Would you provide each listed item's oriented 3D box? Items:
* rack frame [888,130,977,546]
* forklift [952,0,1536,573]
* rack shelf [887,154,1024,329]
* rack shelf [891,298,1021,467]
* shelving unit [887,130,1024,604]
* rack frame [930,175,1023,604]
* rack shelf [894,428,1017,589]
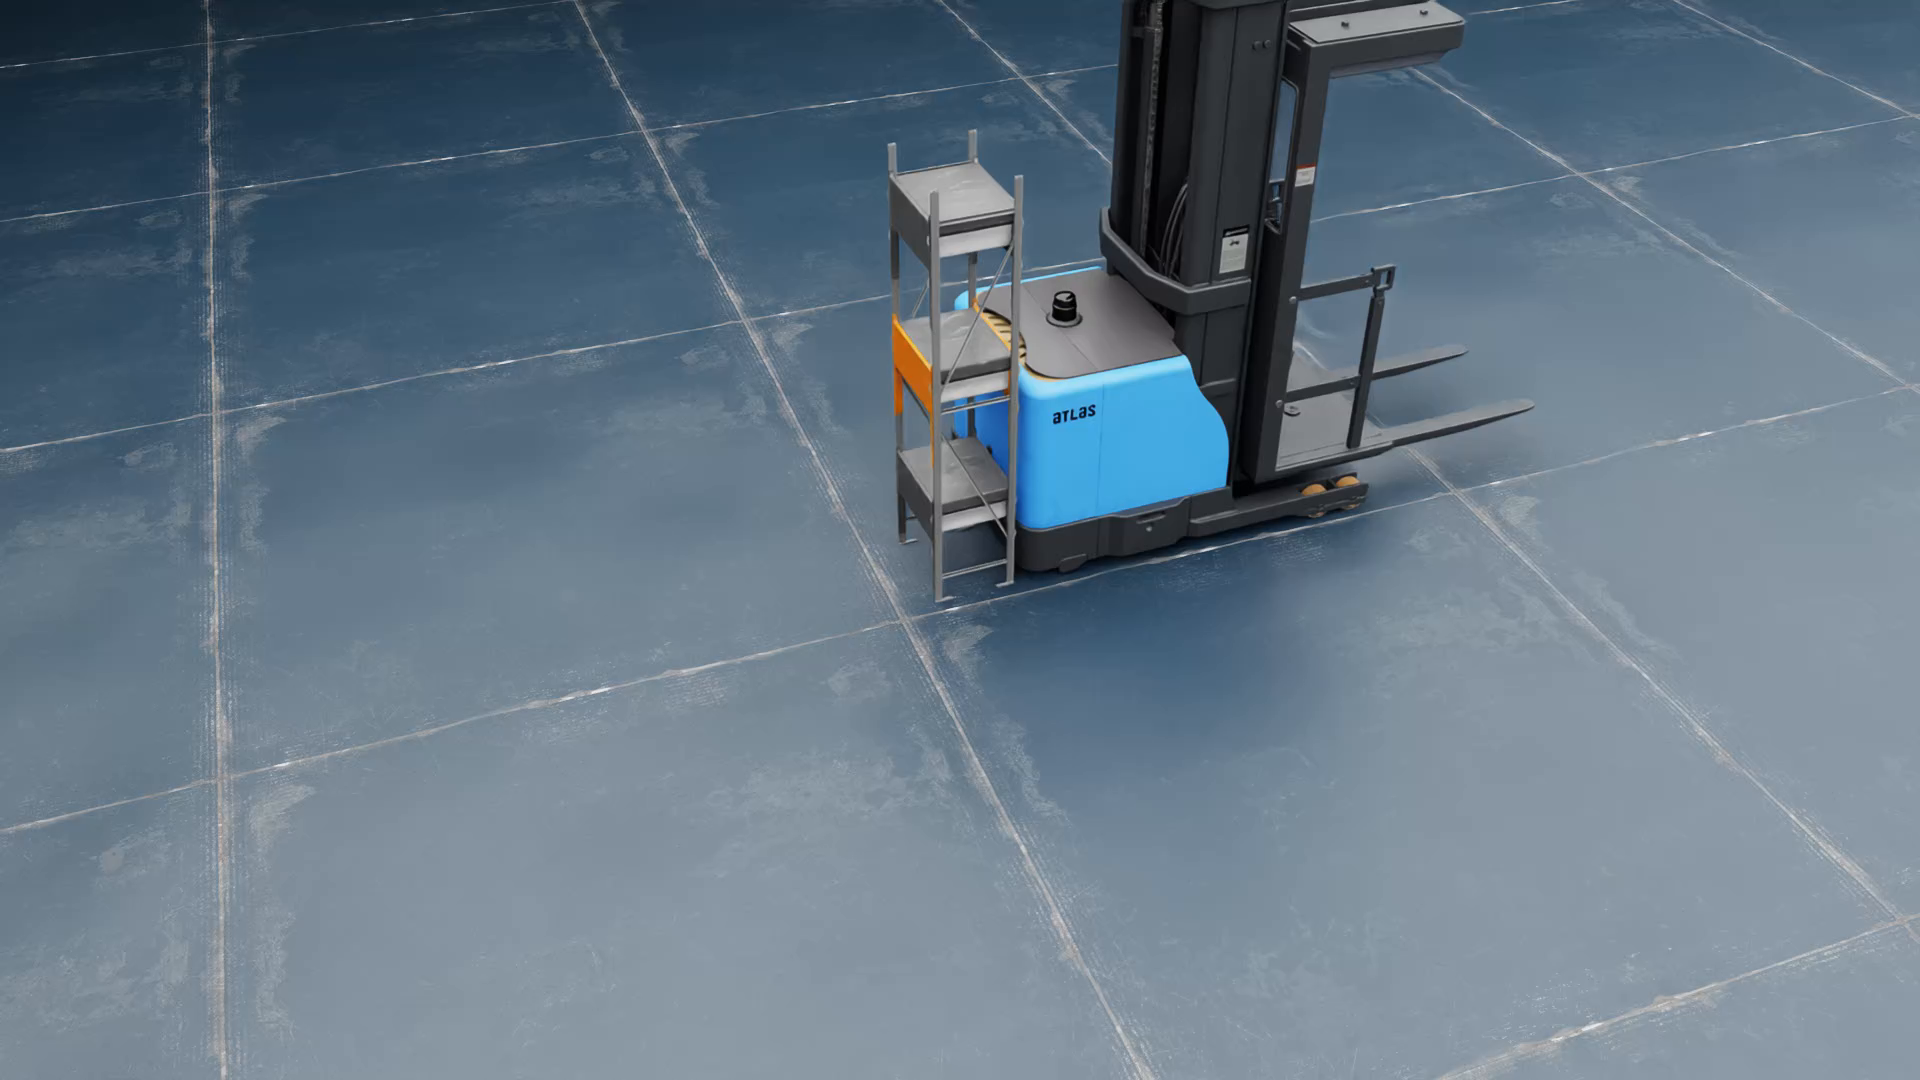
[{"bbox_3d":[-0.115,-0.859,7.645,0.400,2.100,0.015,-14,39,-17],"label":"rack frame"},{"bbox_3d":[1.528,-1.567,7.894,3.031,2.935,1.130,-13,39,-17],"label":"forklift"},{"bbox_3d":[-0.024,-1.271,7.052,0.431,0.518,0.480,-14,39,-17],"label":"rack shelf"},{"bbox_3d":[-0.023,-0.712,7.473,0.431,0.518,0.480,-14,39,-17],"label":"rack shelf"},{"bbox_3d":[-0.023,-0.723,7.465,0.431,2.100,0.503,-14,39,-17],"label":"shelving unit"},{"bbox_3d":[0.068,-0.587,7.284,0.400,2.100,0.015,-14,39,-17],"label":"rack frame"},{"bbox_3d":[-0.023,-0.153,7.894,0.431,0.518,0.480,-14,39,-17],"label":"rack shelf"}]
